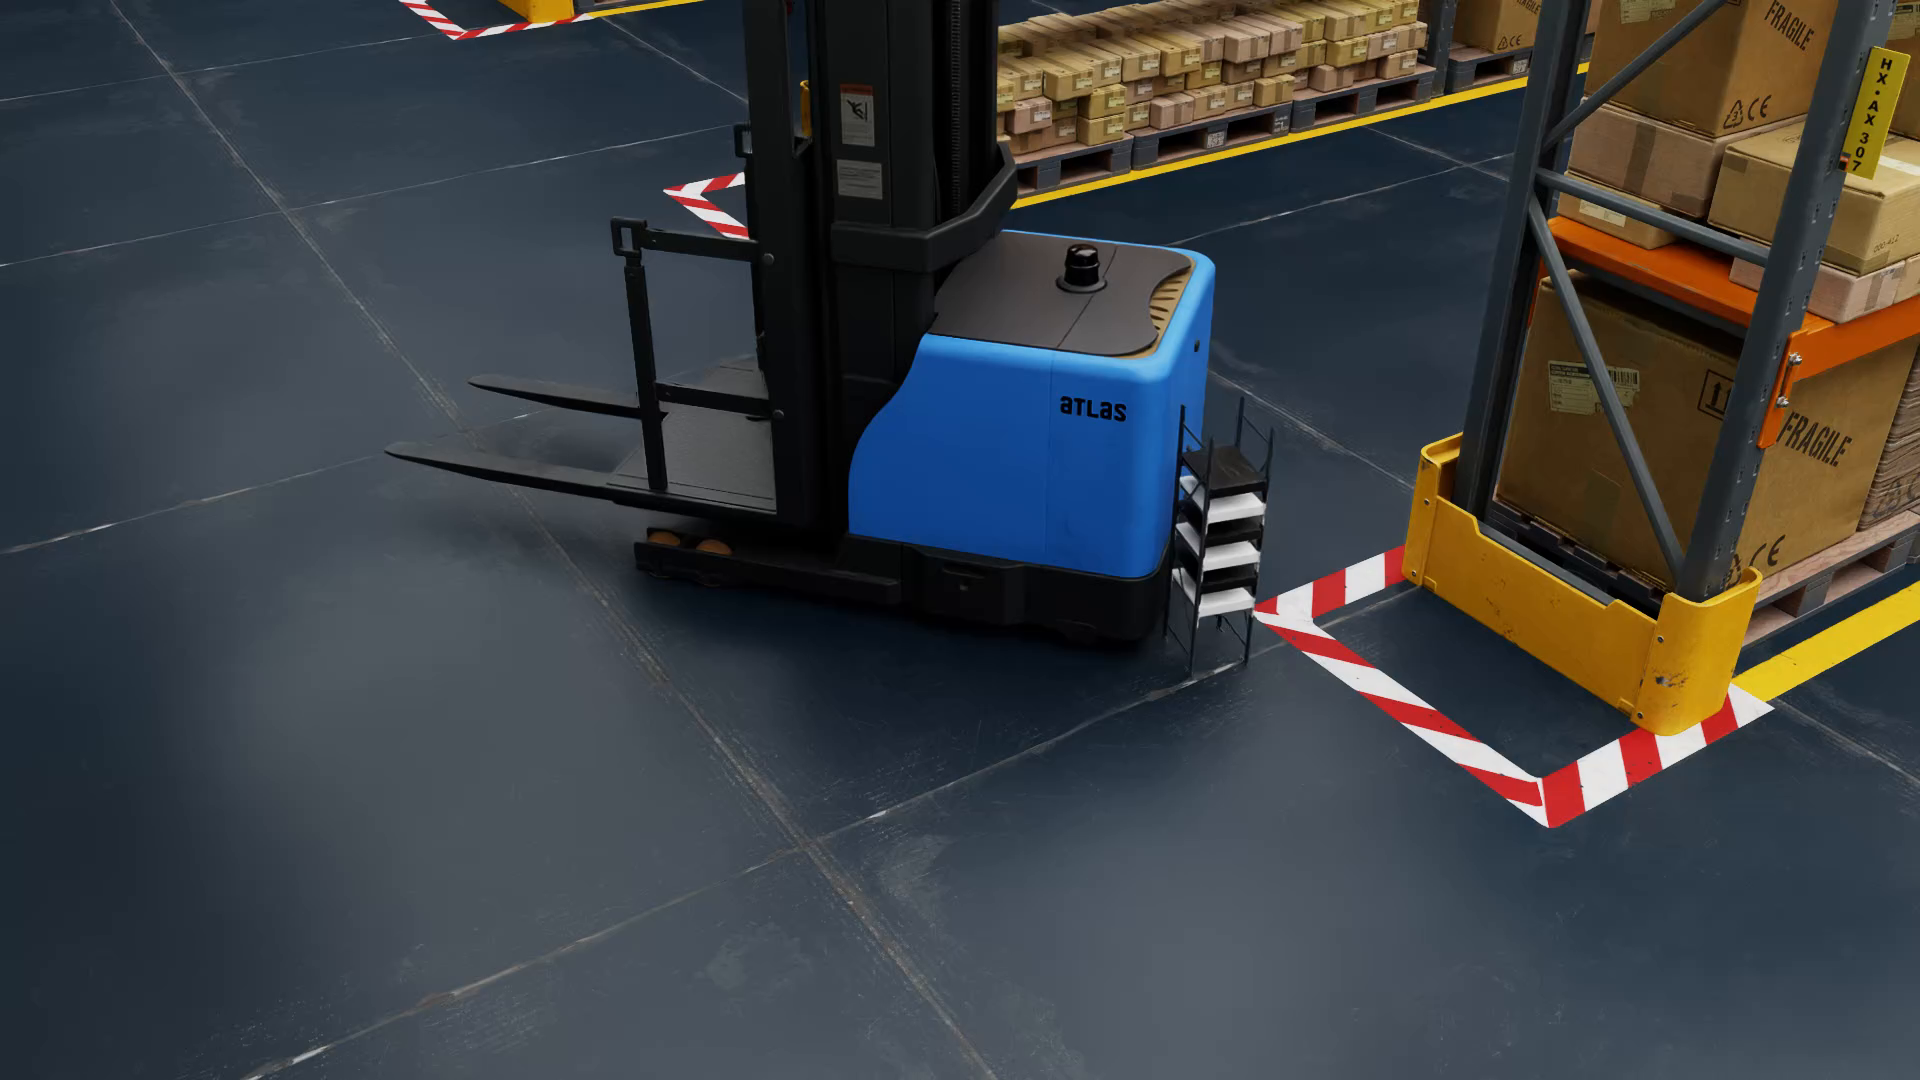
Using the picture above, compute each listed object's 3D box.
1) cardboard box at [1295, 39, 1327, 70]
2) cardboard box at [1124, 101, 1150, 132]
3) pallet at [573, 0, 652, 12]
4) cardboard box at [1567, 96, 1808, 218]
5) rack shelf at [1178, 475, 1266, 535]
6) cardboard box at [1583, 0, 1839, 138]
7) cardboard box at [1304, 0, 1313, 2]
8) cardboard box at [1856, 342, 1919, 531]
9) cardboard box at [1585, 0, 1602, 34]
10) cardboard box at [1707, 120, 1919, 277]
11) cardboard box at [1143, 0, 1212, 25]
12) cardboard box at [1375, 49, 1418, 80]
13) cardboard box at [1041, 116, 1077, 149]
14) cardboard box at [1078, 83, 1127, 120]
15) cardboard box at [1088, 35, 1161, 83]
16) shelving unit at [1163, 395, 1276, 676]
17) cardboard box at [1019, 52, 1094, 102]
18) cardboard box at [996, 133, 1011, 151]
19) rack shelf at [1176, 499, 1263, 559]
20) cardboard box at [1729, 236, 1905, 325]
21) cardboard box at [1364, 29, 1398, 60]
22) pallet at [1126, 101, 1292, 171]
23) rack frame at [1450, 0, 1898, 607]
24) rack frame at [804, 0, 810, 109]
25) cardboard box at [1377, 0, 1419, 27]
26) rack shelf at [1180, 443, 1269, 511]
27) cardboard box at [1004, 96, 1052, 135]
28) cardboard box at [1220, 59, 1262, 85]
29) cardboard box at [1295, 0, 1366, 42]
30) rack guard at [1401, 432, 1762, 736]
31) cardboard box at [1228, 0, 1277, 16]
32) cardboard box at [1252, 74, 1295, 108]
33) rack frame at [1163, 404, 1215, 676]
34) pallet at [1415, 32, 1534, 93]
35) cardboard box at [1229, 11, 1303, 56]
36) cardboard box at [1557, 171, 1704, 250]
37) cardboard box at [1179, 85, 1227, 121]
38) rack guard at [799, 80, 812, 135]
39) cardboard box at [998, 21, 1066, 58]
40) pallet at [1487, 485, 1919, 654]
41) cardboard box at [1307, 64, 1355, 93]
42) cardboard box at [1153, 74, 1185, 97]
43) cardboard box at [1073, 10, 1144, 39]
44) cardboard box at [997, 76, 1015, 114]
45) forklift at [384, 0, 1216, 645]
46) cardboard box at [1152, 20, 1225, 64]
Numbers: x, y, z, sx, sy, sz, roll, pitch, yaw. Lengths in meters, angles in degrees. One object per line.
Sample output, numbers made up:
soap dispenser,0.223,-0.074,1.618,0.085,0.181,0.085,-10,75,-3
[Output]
cardboard box,2.031,-3.028,10.239,0.250,0.149,0.380,-19,37,-27
cardboard box,0.893,-2.514,9.702,0.250,0.149,0.380,-19,37,-27
pallet,-2.675,-4.483,13.159,1.213,0.211,1.003,-19,37,-27
cardboard box,2.328,-1.274,5.319,0.500,0.250,0.500,-20,37,-28
rack shelf,0.832,-0.128,5.330,0.200,0.077,0.258,-9,34,-14
cardboard box,2.331,-1.590,5.119,0.500,0.500,0.500,-18,37,-27
cardboard box,2.159,-3.526,10.748,0.250,0.149,0.380,-17,36,-25
cardboard box,3.324,-0.715,6.170,0.875,0.875,0.875,-19,37,-27
cardboard box,4.032,-3.731,11.302,0.500,0.500,0.500,-17,36,-25
cardboard box,2.614,-1.032,4.937,0.500,0.250,0.500,-20,37,-28
cardboard box,1.323,-3.192,10.220,0.250,0.149,0.380,-21,38,-29
cardboard box,2.679,-3.068,10.580,0.250,0.149,0.380,-18,37,-27
cardboard box,0.456,-2.373,9.478,0.250,0.149,0.380,-19,37,-27
cardboard box,0.734,-2.529,9.448,0.250,0.149,0.380,-18,36,-26
cardboard box,0.936,-2.762,9.538,0.250,0.149,0.380,-17,36,-25
shelving unit,0.833,-0.004,5.410,0.210,0.900,0.258,-9,34,-14
cardboard box,0.534,-2.577,9.245,0.250,0.149,0.380,-19,37,-27
cardboard box,0.076,-2.185,9.181,0.250,0.149,0.380,-18,37,-26
rack shelf,0.833,-0.052,5.379,0.200,0.077,0.258,-9,34,-14
cardboard box,2.542,-0.801,4.943,0.250,0.149,0.380,-19,37,-27
cardboard box,2.511,-3.142,10.419,0.250,0.149,0.380,-21,38,-29
pallet,1.252,-2.618,10.202,1.213,0.211,1.003,-19,37,-27
rack frame,2.064,-0.952,4.948,0.127,3.000,1.000,-19,37,-27
rack frame,-0.538,-3.206,8.520,0.127,3.000,1.000,-19,37,-27
cardboard box,2.666,-3.366,10.495,0.250,0.149,0.380,-18,36,-26
rack shelf,0.832,-0.203,5.282,0.200,0.077,0.258,-9,34,-14
cardboard box,0.302,-2.393,9.232,0.250,0.149,0.380,-19,37,-27
cardboard box,1.591,-2.877,10.000,0.250,0.149,0.380,-21,38,-29
cardboard box,2.267,-3.199,10.231,0.250,0.149,0.380,-19,37,-28
rack guard,2.044,0.112,5.604,0.348,0.500,1.175,-19,37,-27
cardboard box,1.766,-3.345,10.462,0.250,0.149,0.380,-20,37,-28
cardboard box,1.809,-2.768,10.105,0.250,0.149,0.380,-19,37,-27
rack frame,0.735,0.012,5.385,0.006,0.900,0.240,-9,34,-14
pallet,3.478,-3.408,11.455,1.213,0.211,1.003,-19,37,-27
cardboard box,1.829,-3.039,9.977,0.250,0.149,0.380,-21,38,-30
cardboard box,2.185,-1.096,5.412,0.250,0.149,0.380,-18,37,-26
cardboard box,1.369,-2.638,9.900,0.250,0.149,0.380,-19,37,-27
rack guard,-0.474,-2.170,9.222,0.348,0.500,1.175,-19,37,-27
cardboard box,0.413,-2.921,9.790,0.250,0.149,0.380,-21,38,-29
pallet,2.694,-0.039,6.114,1.213,0.211,1.003,-19,37,-27
cardboard box,2.228,-2.925,10.353,0.250,0.149,0.380,-20,38,-29
cardboard box,1.111,-2.746,9.791,0.250,0.149,0.380,-17,36,-25
cardboard box,0.890,-3.050,9.994,0.250,0.149,0.380,-20,38,-29
cardboard box,0.086,-2.428,9.009,0.250,0.149,0.380,-21,38,-29
forklift,-0.665,-1.330,5.611,3.031,2.935,1.130,9,33,14
cardboard box,1.341,-2.933,9.809,0.250,0.149,0.380,-19,37,-27
